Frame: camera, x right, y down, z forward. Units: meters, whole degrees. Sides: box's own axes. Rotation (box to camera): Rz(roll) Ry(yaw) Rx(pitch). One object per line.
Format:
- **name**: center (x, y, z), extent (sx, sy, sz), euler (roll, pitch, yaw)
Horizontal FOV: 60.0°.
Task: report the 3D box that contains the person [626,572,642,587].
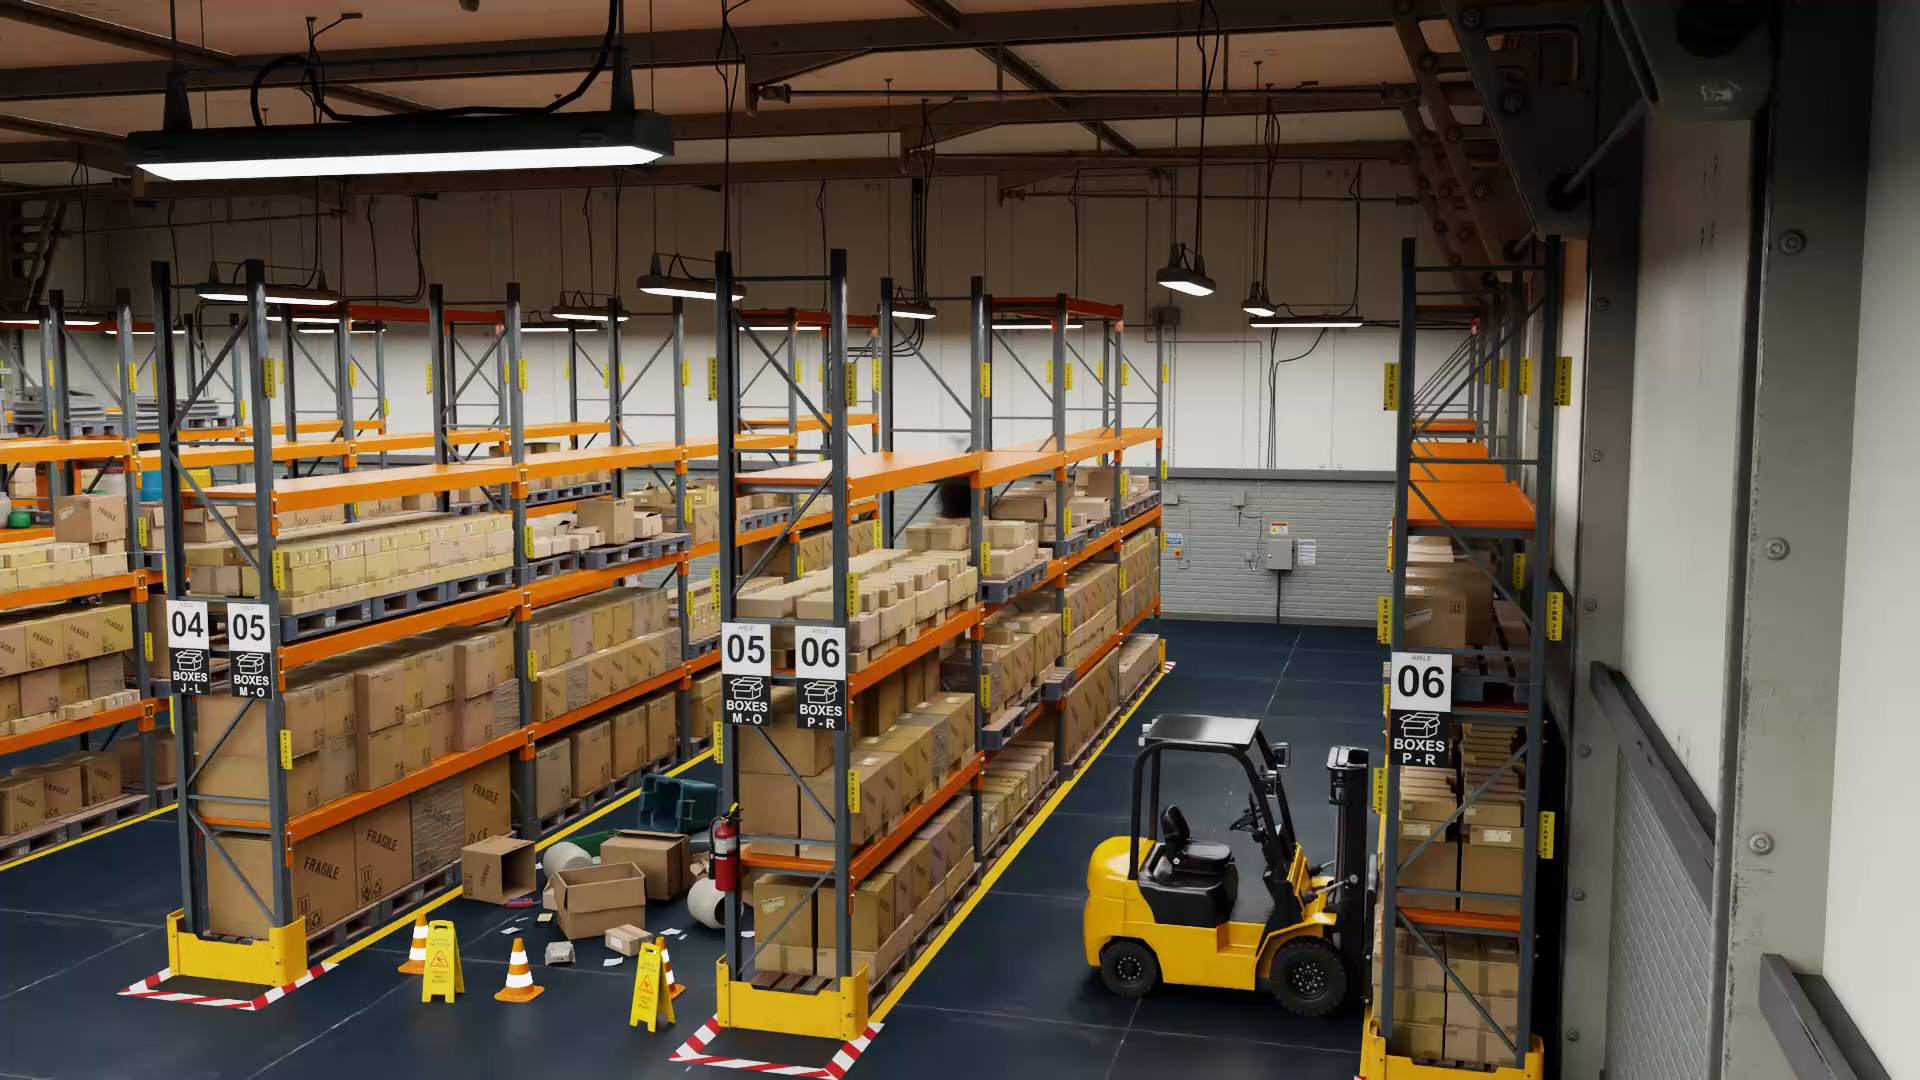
- **person**: center (-6.444, 0.926, 32.108), extent (0.680, 1.716, 0.591), euler (-5, 8, -42)
